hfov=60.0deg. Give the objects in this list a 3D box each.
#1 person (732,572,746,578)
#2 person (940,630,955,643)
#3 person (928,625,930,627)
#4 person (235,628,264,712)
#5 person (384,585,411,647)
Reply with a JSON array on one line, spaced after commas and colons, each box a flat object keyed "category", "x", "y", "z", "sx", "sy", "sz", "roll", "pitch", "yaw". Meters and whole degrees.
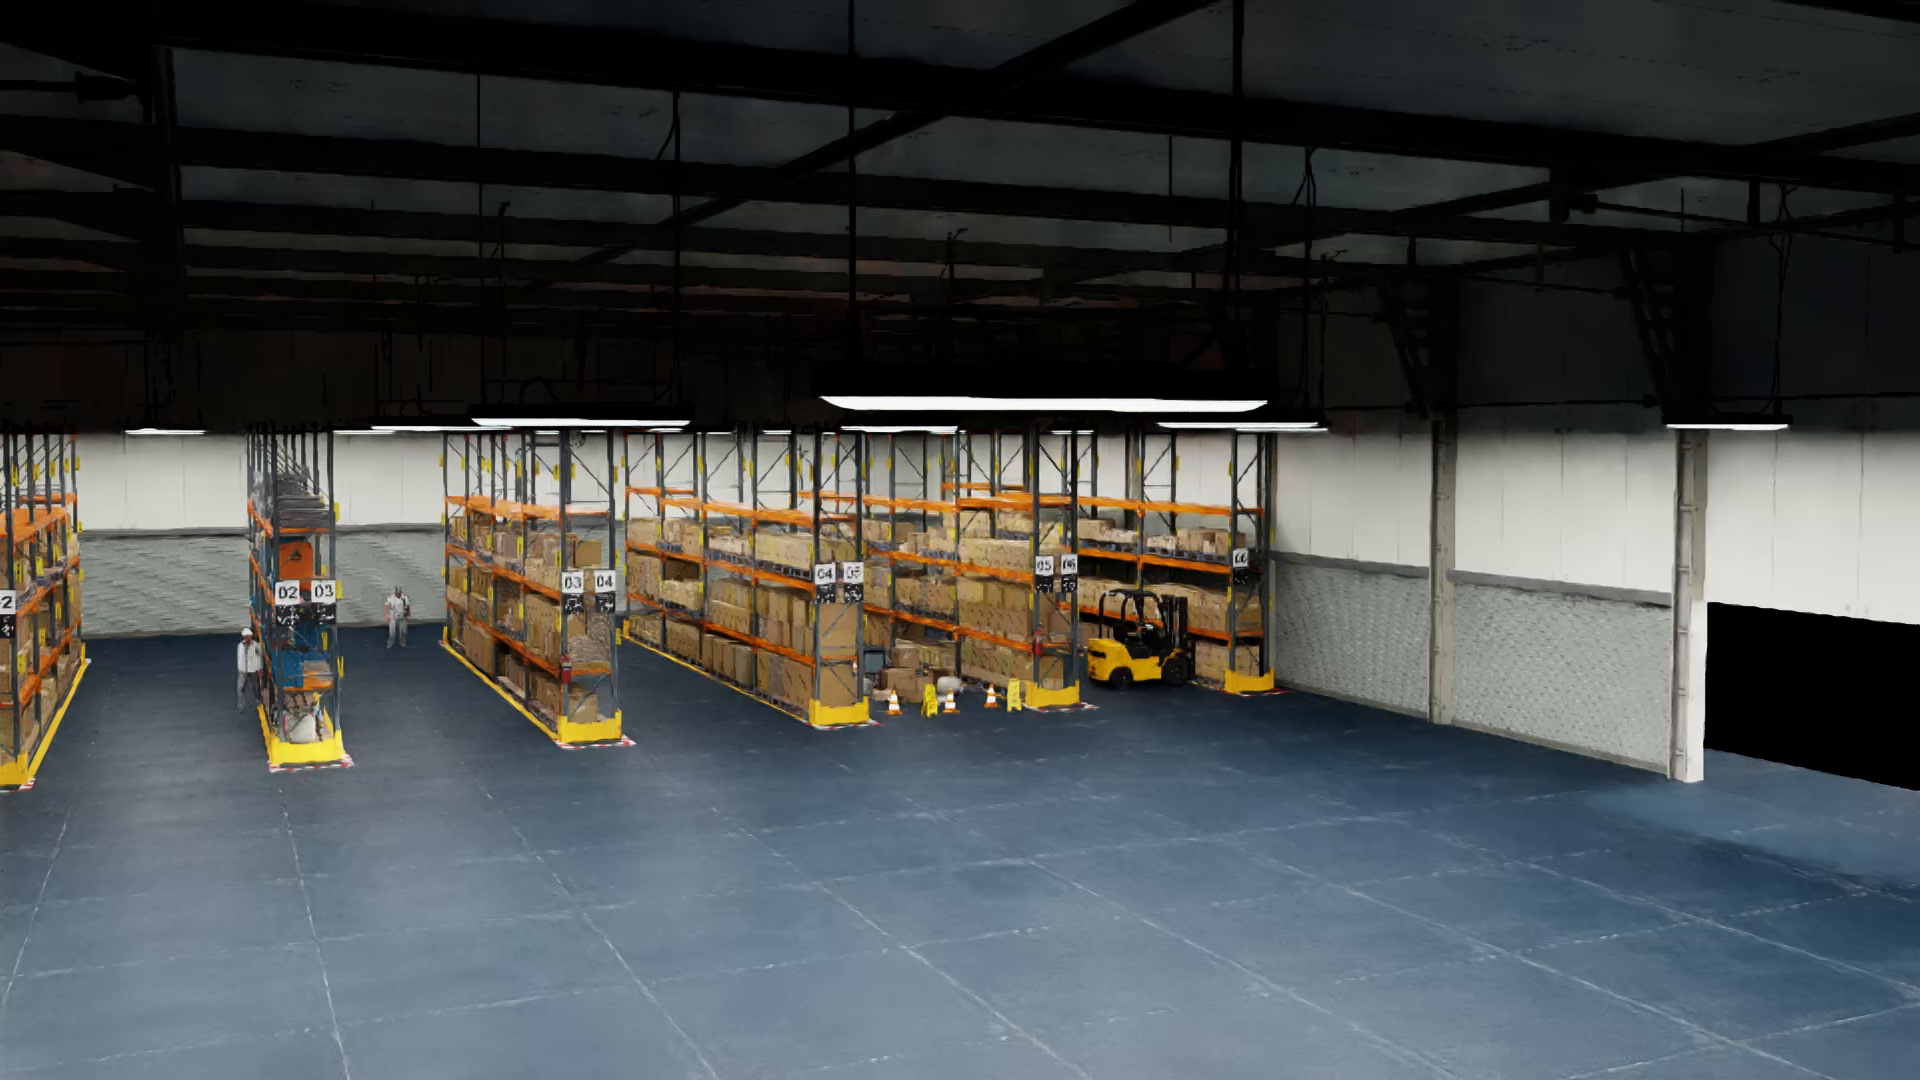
[{"category": "person", "x": -7.006, "y": 1.593, "z": 53.149, "sx": 0.541, "sy": 1.633, "sz": 0.532, "roll": 1, "pitch": 4, "yaw": 12}, {"category": "person", "x": -0.291, "y": 2.001, "z": 45.963, "sx": 0.564, "sy": 1.666, "sz": 0.560, "roll": 0, "pitch": 4, "yaw": 3}, {"category": "person", "x": -1.144, "y": 1.728, "z": 49.862, "sx": 0.534, "sy": 1.730, "sz": 0.723, "roll": -2, "pitch": 4, "yaw": -24}, {"category": "person", "x": -14.796, "y": 2.691, "z": 34.681, "sx": 0.558, "sy": 1.736, "sz": 0.929, "roll": -1, "pitch": 4, "yaw": -9}, {"category": "person", "x": -15.203, "y": 2.062, "z": 44.965, "sx": 0.682, "sy": 1.715, "sz": 0.542, "roll": -2, "pitch": 4, "yaw": -27}]
